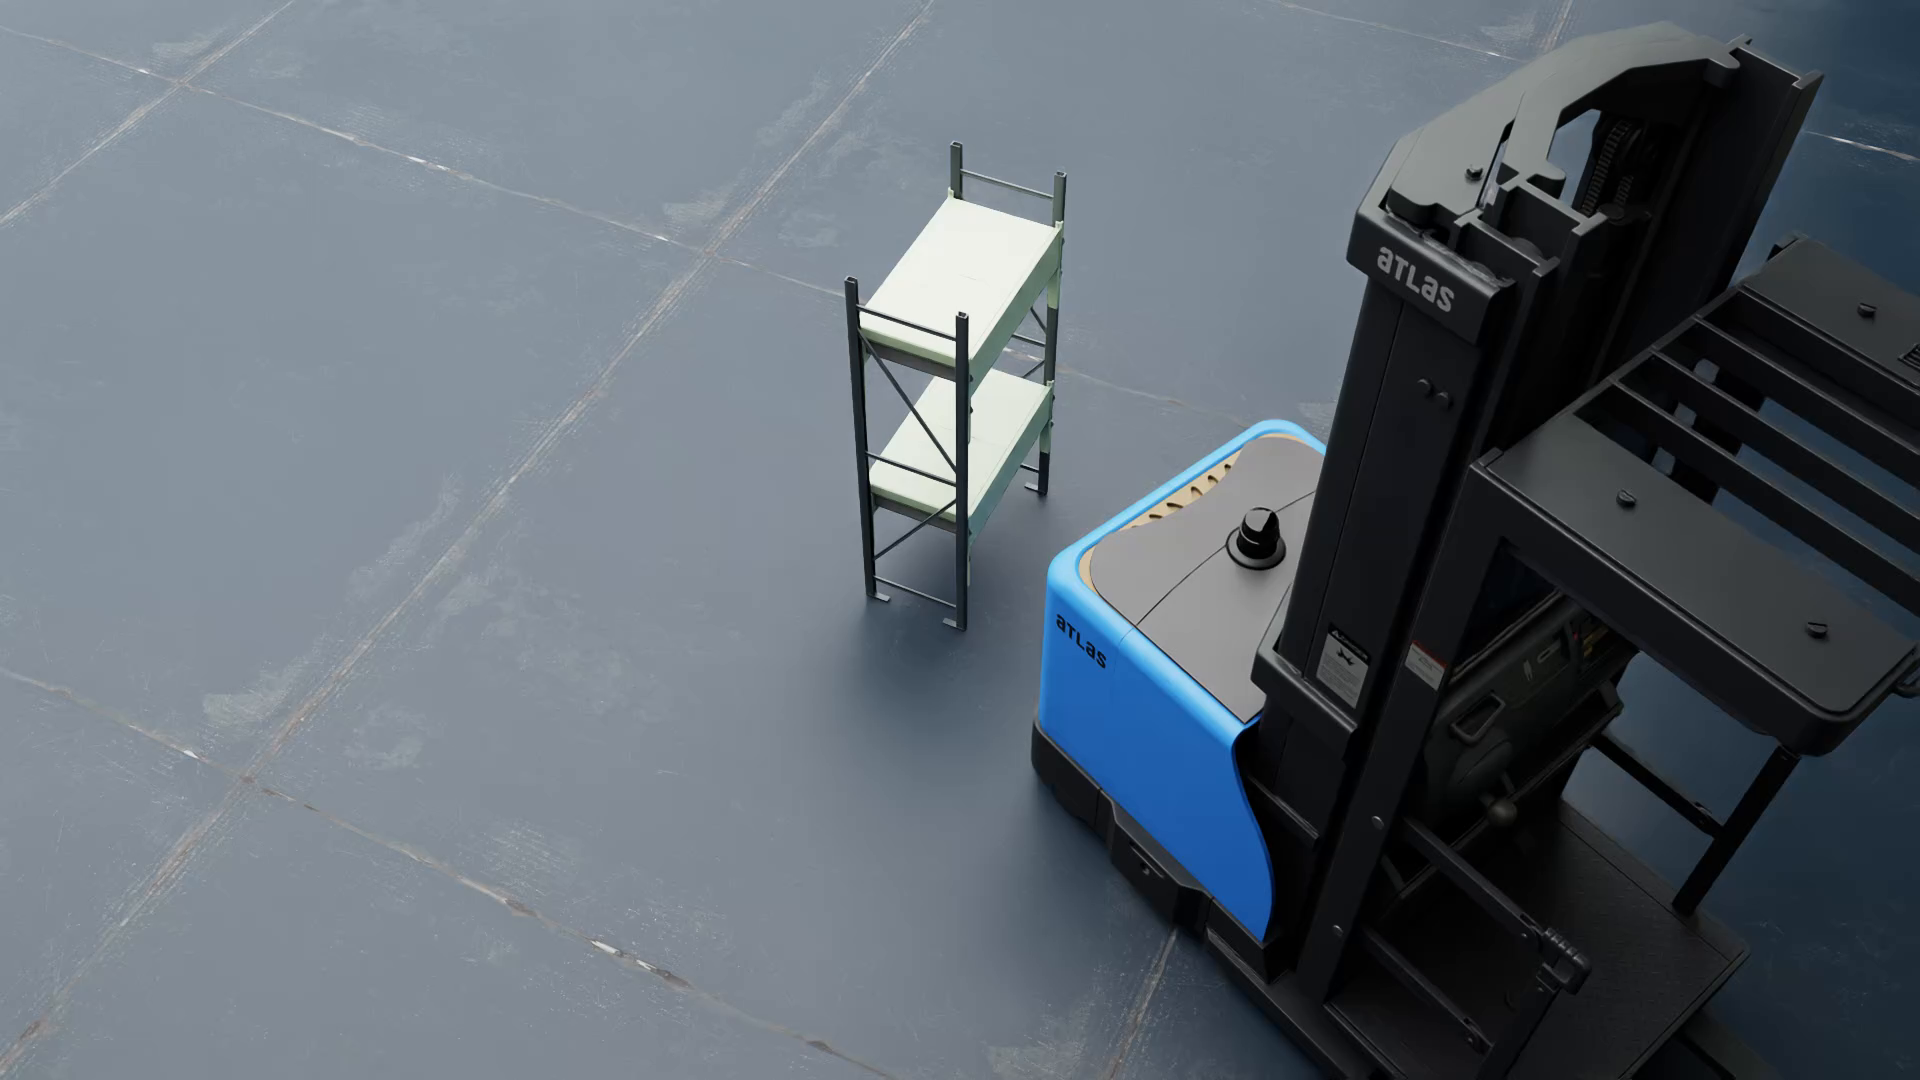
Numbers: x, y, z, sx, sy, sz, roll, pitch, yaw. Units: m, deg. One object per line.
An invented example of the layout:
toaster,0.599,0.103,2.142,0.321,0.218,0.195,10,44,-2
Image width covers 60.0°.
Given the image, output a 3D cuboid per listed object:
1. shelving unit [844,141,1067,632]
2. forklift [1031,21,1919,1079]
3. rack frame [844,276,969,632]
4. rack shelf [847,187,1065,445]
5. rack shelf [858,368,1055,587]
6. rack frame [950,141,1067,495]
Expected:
shelving unit,-0.003,-0.481,5.675,0.431,1.500,0.755,20,52,16
forklift,1.562,0.443,3.948,1.130,2.935,3.031,-32,57,-24
rack frame,-0.159,-0.229,5.460,0.400,1.500,0.023,20,52,16
rack shelf,-0.003,-0.734,5.378,0.431,0.370,0.720,20,52,16
rack shelf,-0.003,-0.270,5.923,0.431,0.370,0.720,20,52,16
rack frame,0.154,-0.733,5.889,0.400,1.500,0.023,20,52,16
